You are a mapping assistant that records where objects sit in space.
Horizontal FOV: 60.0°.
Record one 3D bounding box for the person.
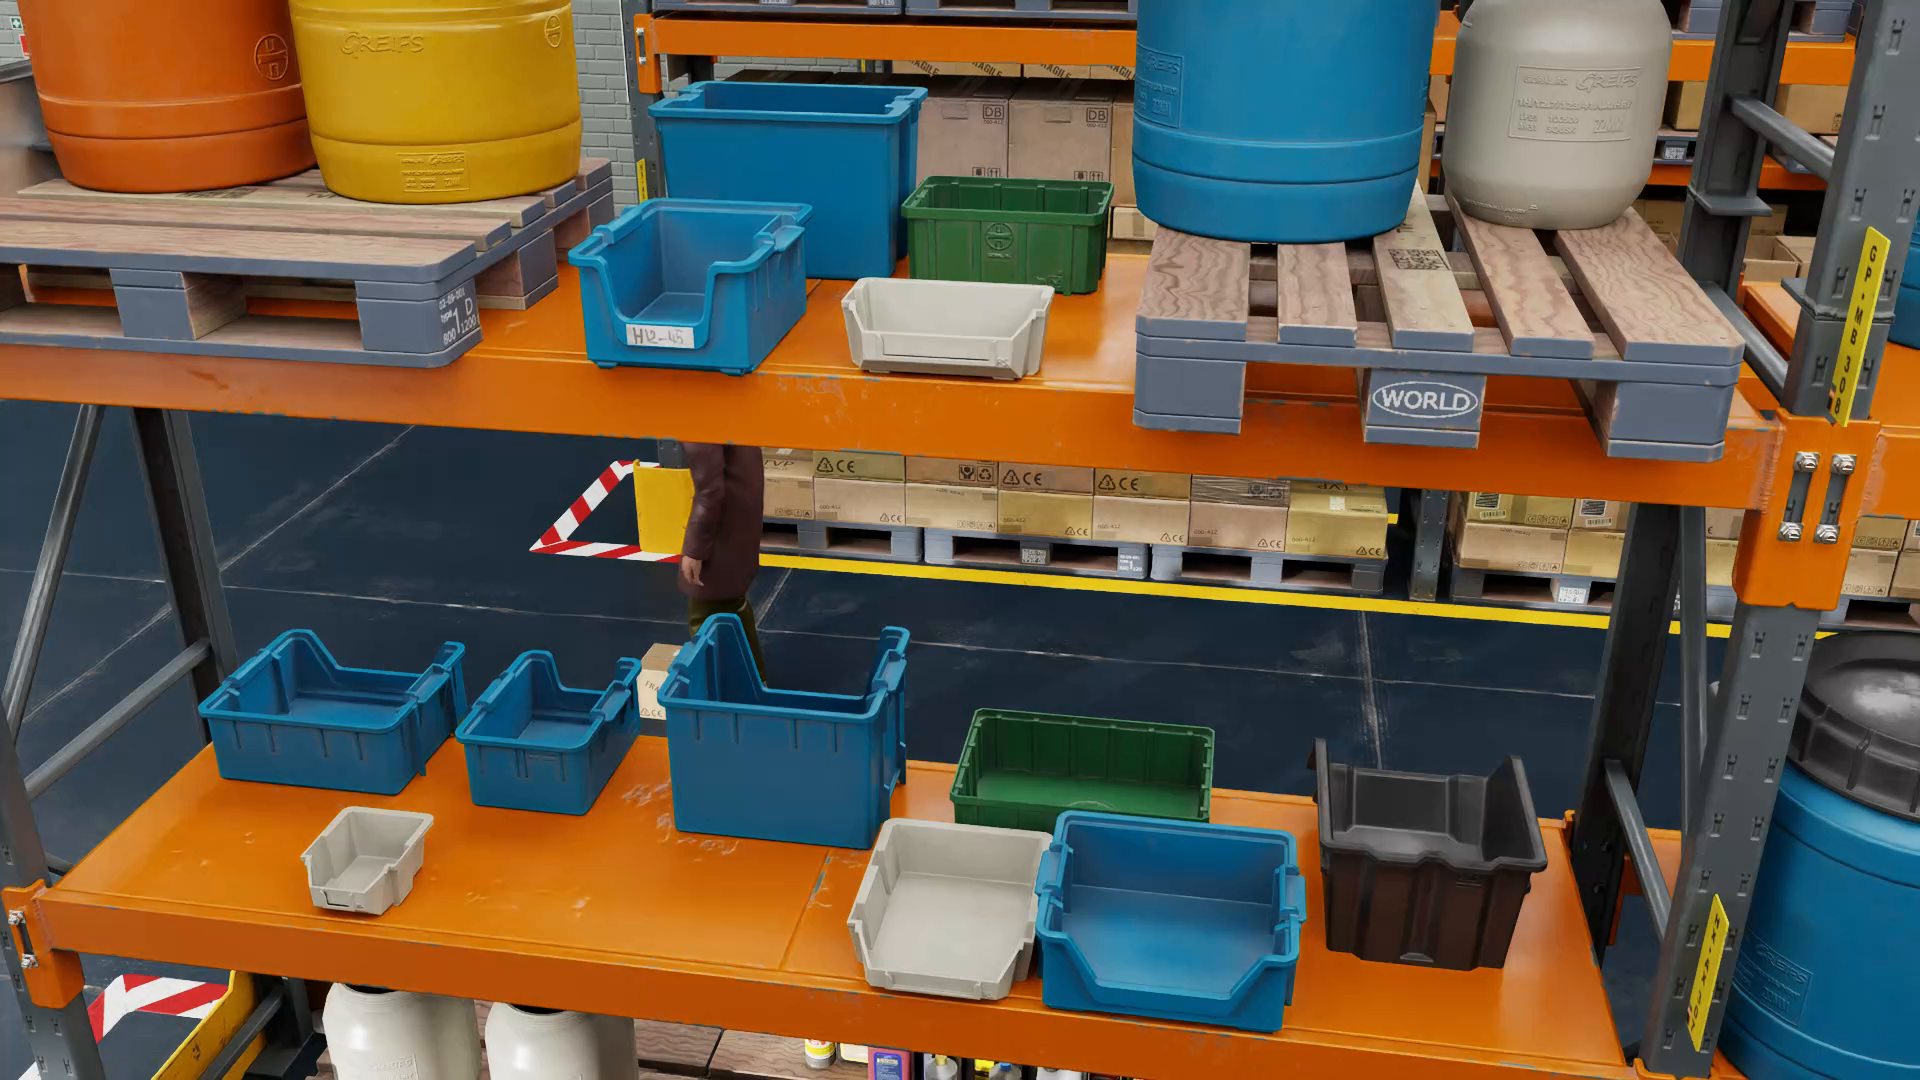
[{"bbox_3d":[-1.054,-0.036,7.202,0.424,1.773,0.641,3,25,7],"label":"person"}]
